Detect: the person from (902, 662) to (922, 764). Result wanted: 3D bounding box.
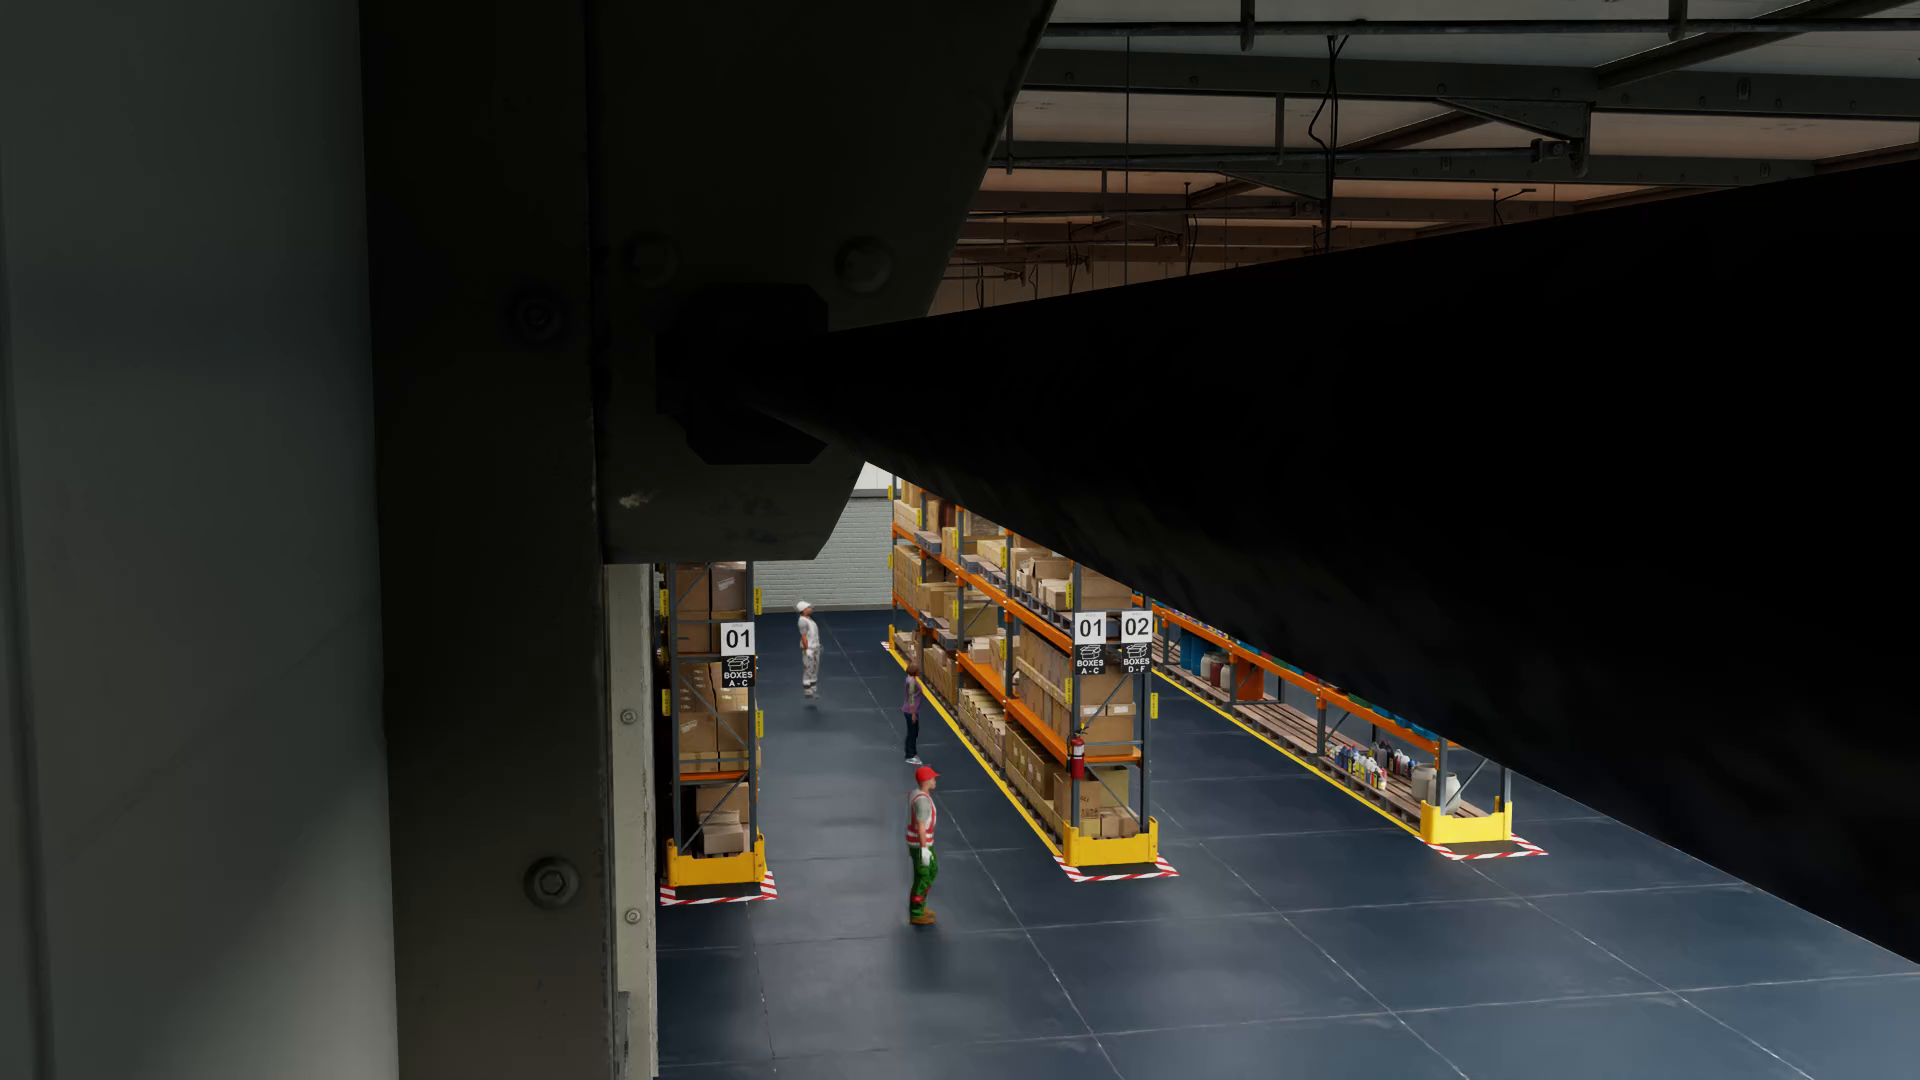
[{"bbox_3d":[-0.747,2.743,26.175,0.326,1.661,0.482,0,6,0],"label":"person"}]

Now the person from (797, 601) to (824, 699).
[{"bbox_3d":[-2.721,2.007,30.366,0.479,1.807,0.624,3,7,23],"label":"person"}]

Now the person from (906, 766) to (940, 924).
[{"bbox_3d":[-0.418,3.435,18.717,0.385,1.788,0.685,0,6,-3],"label":"person"}]
